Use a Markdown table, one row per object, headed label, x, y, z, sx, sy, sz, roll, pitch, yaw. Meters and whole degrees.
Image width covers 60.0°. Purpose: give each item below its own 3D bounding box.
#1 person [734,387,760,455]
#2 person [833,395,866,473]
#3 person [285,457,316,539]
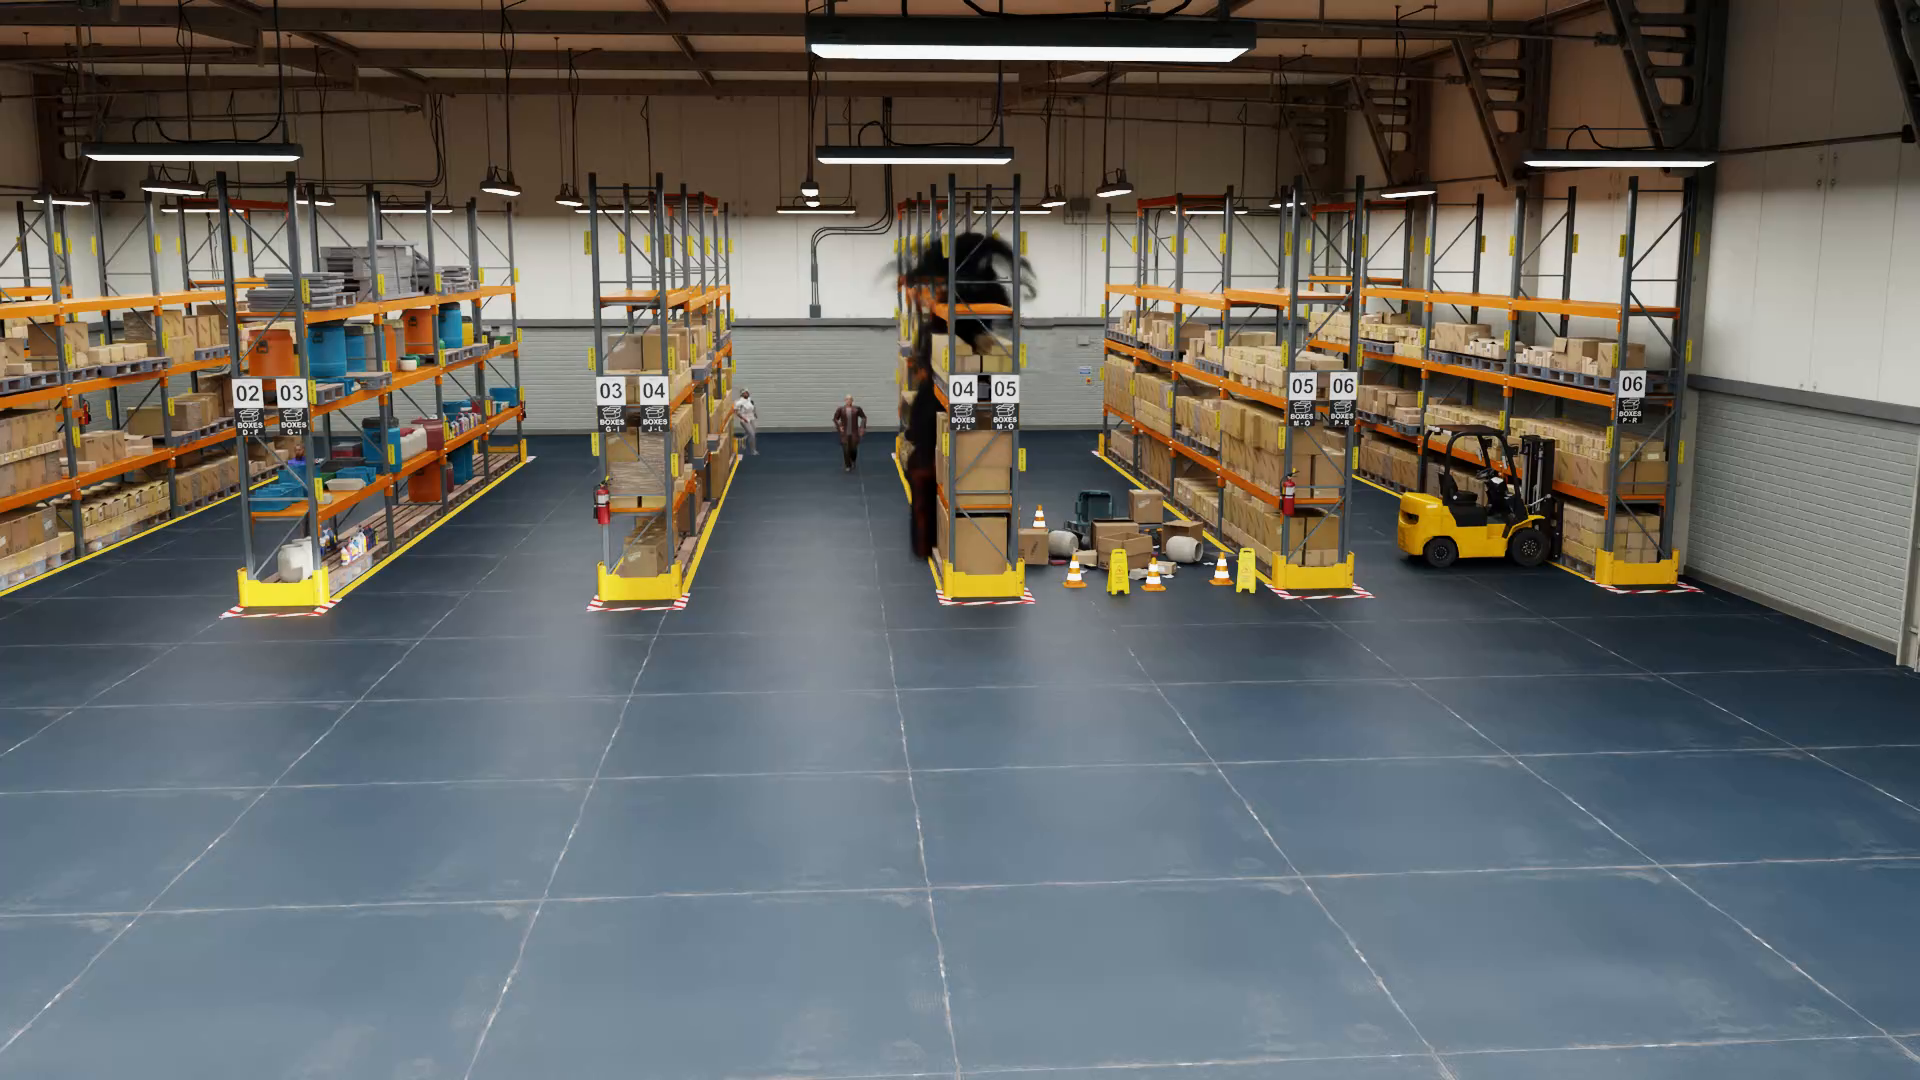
| label | x | y | z | sx | sy | sz | roll | pitch | yaw |
| --- | --- | --- | --- | --- | --- | --- | --- | --- | --- |
| person | -5.208 | -2.895 | 40.353 | 0.662 | 1.666 | 0.581 | 7 | 12 | 35 |
| person | -2.470 | -2.389 | 37.260 | 0.751 | 1.739 | 0.661 | -1 | 10 | -5 |
| person | -11.420 | -0.747 | 28.881 | 0.541 | 1.435 | 0.782 | -3 | 10 | -14 |
